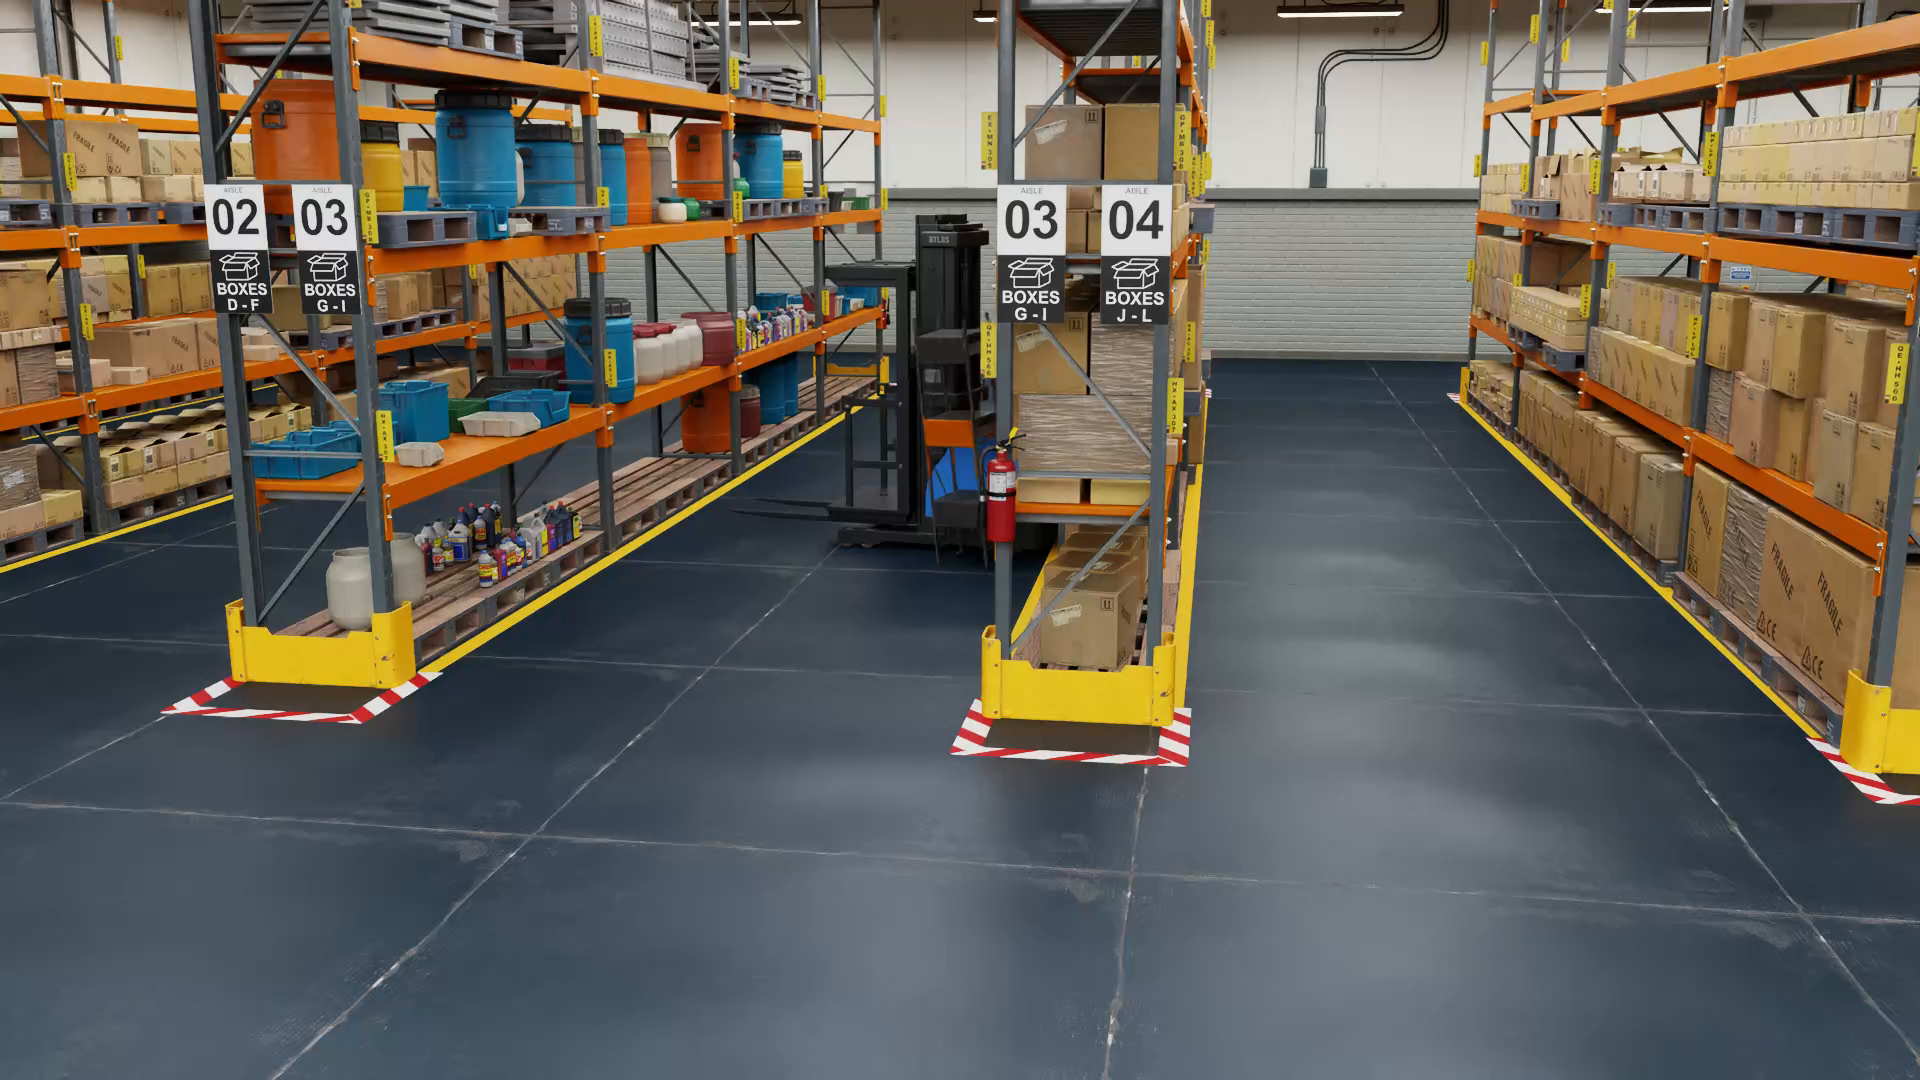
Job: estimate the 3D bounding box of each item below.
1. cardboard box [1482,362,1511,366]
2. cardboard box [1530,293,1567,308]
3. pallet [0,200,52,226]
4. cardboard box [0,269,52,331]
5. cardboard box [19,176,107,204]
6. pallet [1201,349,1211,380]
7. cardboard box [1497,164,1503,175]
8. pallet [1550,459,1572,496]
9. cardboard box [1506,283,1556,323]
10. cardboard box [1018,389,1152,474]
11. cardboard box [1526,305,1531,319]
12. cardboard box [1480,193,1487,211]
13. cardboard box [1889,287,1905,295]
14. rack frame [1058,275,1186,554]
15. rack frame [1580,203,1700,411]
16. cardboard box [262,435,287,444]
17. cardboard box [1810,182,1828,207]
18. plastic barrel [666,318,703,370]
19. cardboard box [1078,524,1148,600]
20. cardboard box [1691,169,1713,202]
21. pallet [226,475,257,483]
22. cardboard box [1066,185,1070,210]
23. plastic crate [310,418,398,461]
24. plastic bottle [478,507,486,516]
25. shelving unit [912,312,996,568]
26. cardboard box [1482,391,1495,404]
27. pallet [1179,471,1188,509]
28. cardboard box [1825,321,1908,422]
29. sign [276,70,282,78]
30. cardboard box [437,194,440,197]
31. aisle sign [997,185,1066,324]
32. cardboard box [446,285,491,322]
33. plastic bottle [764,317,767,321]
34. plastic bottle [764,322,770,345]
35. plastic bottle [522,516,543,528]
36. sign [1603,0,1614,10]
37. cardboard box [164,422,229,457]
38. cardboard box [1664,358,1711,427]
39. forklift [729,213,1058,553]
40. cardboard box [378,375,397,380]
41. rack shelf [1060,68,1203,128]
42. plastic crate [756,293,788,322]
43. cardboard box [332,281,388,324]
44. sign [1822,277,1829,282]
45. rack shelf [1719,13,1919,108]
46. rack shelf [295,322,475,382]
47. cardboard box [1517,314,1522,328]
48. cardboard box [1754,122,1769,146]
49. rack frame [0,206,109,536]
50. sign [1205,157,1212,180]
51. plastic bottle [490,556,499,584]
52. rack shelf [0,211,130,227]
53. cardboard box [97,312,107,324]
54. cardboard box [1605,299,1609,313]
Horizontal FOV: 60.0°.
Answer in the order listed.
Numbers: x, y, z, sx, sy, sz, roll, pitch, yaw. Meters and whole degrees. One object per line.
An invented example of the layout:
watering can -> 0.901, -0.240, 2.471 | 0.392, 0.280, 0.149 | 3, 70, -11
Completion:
cardboard box -> 7.723, -2.470, 23.949 | 0.380, 0.149, 0.250 | 2, 12, 10
cardboard box -> 6.735, -2.731, 18.991 | 0.380, 0.149, 0.250 | 2, 12, 11
pallet -> -8.561, -2.777, 14.106 | 1.003, 0.211, 1.213 | 2, 12, 9
cardboard box -> -8.518, -2.123, 14.664 | 0.700, 0.500, 0.500 | 2, 12, 9
cardboard box -> -8.352, -3.259, 15.490 | 0.500, 0.250, 0.500 | 3, 13, 15
pallet -> 1.943, -1.798, 16.927 | 1.213, 0.211, 1.003 | 2, 12, 9
cardboard box -> 7.510, -5.033, 22.587 | 0.380, 0.149, 0.250 | 2, 12, 10
pallet -> 6.954, -0.661, 17.816 | 1.003, 0.211, 1.213 | 2, 12, 9
cardboard box -> 7.243, -2.998, 21.099 | 0.500, 0.500, 0.500 | 2, 12, 9
cardboard box -> 0.829, -0.686, 10.369 | 0.875, 0.500, 0.500 | 2, 12, 9
cardboard box -> 6.777, -2.637, 19.259 | 0.380, 0.149, 0.250 | 2, 12, 11
cardboard box -> 7.741, -4.835, 23.800 | 0.500, 0.250, 0.500 | 2, 12, 11
cardboard box -> 12.309, -3.411, 21.348 | 0.500, 0.500, 0.500 | 2, 12, 9
rack frame -> 1.332, -1.211, 13.747 | 1.000, 3.000, 0.127 | 2, 12, 9
rack frame -> 6.833, -1.862, 16.768 | 1.000, 3.000, 0.127 | 2, 12, 9
cardboard box -> -7.756, -1.001, 18.306 | 0.500, 0.250, 0.500 | 2, 12, 8
cardboard box -> 5.514, -2.139, 10.295 | 0.380, 0.149, 0.250 | 2, 12, 9
plastic barrel -> -2.894, -2.037, 17.318 | 0.421, 0.512, 0.421 | 0, 12, 0
cardboard box -> 1.133, 0.139, 12.420 | 0.500, 0.500, 0.500 | 1, 12, 4
cardboard box -> 6.168, -2.828, 13.256 | 0.500, 0.250, 0.500 | 2, 12, 9
pallet -> -8.006, -0.832, 18.609 | 1.003, 0.211, 1.213 | 2, 12, 9
cardboard box -> 0.451, -2.034, 9.857 | 0.380, 0.149, 0.250 | 2, 12, 9
plastic crate -> -4.290, -0.715, 11.799 | 0.499, 0.251, 0.408 | 2, 12, 9
plastic bottle -> -4.067, -0.134, 14.174 | 0.152, 0.276, 0.135 | 2, 12, 11
shelving unit -> 0.022, -0.846, 14.051 | 0.503, 2.100, 0.431 | 4, 18, 32
cardboard box -> 7.458, -1.976, 23.069 | 0.380, 0.149, 0.250 | 1, 12, 6
pallet -> 1.826, -0.518, 17.150 | 1.003, 0.211, 1.213 | 2, 12, 9
cardboard box -> 5.691, -0.991, 9.809 | 0.875, 0.550, 0.550 | 2, 12, 9
sign -> -10.972, -7.598, 26.739 | 0.100, 0.325, 0.005 | 2, 12, 9
cardboard box -> -6.906, -4.684, 23.100 | 0.500, 0.250, 0.500 | 2, 12, 9
aisle sign -> 0.411, -1.646, 9.595 | 0.394, 0.787, 0.004 | 2, 12, 9
cardboard box -> -6.878, -3.344, 23.409 | 0.500, 0.500, 0.500 | 2, 12, 10
plastic bottle -> -2.389, -2.624, 20.611 | 0.097, 0.271, 0.097 | 0, 12, 0
plastic bottle -> -2.338, -2.484, 19.962 | 0.097, 0.271, 0.097 | 0, 12, 0
plastic bottle -> -3.556, -0.071, 13.880 | 0.152, 0.276, 0.135 | 2, 12, 9
sign -> 6.295, -5.305, 16.101 | 0.100, 0.325, 0.005 | 2, 12, 9
cardboard box -> -7.911, -1.066, 17.274 | 0.500, 0.311, 0.500 | 2, 12, 10
cardboard box -> 6.034, -1.195, 13.438 | 0.500, 0.500, 0.500 | 2, 12, 8
forklift -> -0.602, -1.469, 15.108 | 3.031, 2.935, 1.130 | 3, 13, 15
cardboard box -> -7.696, -1.883, 21.756 | 0.500, 0.500, 0.500 | 2, 12, 9
rack shelf -> 1.640, -4.012, 15.165 | 1.077, 0.370, 4.000 | 2, 12, 9
plastic crate -> -2.597, -3.166, 22.717 | 0.392, 0.384, 0.575 | 2, 12, 9
cardboard box -> -7.526, -2.938, 20.529 | 0.700, 0.500, 0.500 | 4, 13, 19
sign -> 12.422, -3.869, 23.838 | 0.100, 0.325, 0.005 | 2, 12, 9
rack shelf -> 5.910, -2.998, 10.458 | 1.077, 0.370, 4.000 | 2, 12, 9
rack shelf -> -7.533, -2.430, 21.112 | 1.077, 0.370, 4.000 | 2, 12, 9
cardboard box -> 6.854, -2.600, 19.793 | 0.380, 0.149, 0.250 | 2, 12, 9
cardboard box -> 5.710, -2.793, 11.439 | 0.380, 0.149, 0.250 | 2, 12, 8
rack frame -> -8.456, -1.532, 15.240 | 1.000, 3.000, 0.127 | 2, 12, 9
sign -> 3.712, -5.549, 24.843 | 0.100, 0.325, 0.005 | 2, 12, 9
plastic bottle -> -3.574, 0.226, 12.681 | 0.097, 0.201, 0.097 | 0, 12, 0
rack shelf -> -12.428, -4.056, 21.537 | 1.077, 0.370, 4.000 | 2, 12, 9
cardboard box -> -11.993, -3.059, 22.874 | 0.380, 0.149, 0.250 | 2, 12, 10
cardboard box -> 7.257, -2.543, 18.118 | 0.380, 0.149, 0.250 | 2, 12, 11
